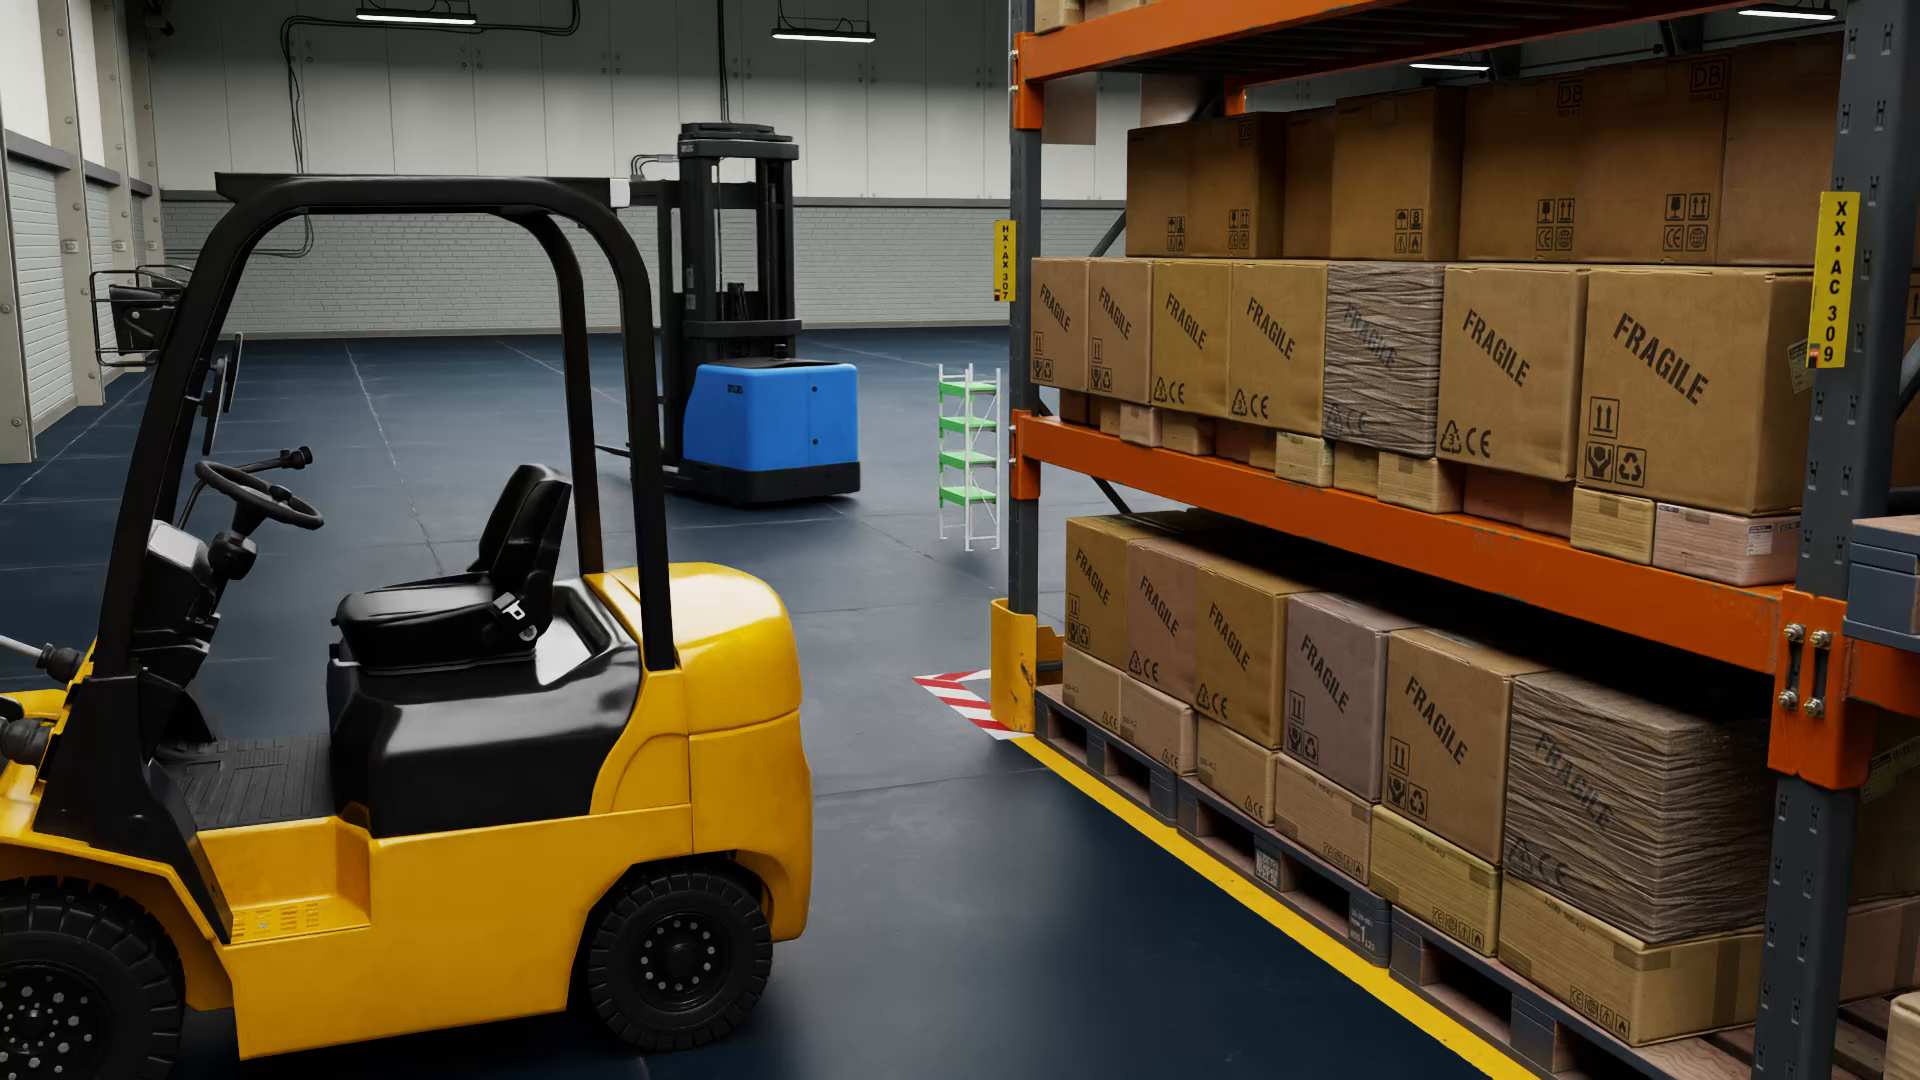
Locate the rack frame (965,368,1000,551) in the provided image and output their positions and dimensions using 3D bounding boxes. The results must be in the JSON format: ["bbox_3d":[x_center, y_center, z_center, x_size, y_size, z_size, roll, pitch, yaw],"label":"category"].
[{"bbox_3d":[0.148,-0.524,10.939,0.240,1.200,0.015,-4,11,-21],"label":"rack frame"}]

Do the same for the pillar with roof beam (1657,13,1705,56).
[{"bbox_3d":[12.129,-8.859,35.530,9.100,9.000,0.548,-4,11,-21],"label":"pillar with roof beam"}]

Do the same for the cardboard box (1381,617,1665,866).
[{"bbox_3d":[1.491,0.520,4.445,0.500,0.500,0.500,-4,11,-20],"label":"cardboard box"}]

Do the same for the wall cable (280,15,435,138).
[{"bbox_3d":[-12.705,-9.807,35.303,3.097,2.526,0.112,-4,11,-21],"label":"wall cable"}]

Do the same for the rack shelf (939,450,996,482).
[{"bbox_3d":[0.060,-0.501,11.174,0.258,0.148,0.480,-4,11,-21],"label":"rack shelf"}]

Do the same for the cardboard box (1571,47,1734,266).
[{"bbox_3d":[2.020,-0.954,4.229,0.700,0.500,0.500,-4,11,-21],"label":"cardboard box"}]

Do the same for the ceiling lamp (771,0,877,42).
[{"bbox_3d":[-2.677,-11.126,31.607,2.000,3.185,0.800,-4,11,-21],"label":"ceiling lamp"}]

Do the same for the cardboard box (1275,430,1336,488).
[{"bbox_3d":[1.178,-0.254,5.002,0.380,0.149,0.250,-4,11,-20],"label":"cardboard box"}]

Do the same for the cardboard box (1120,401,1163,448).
[{"bbox_3d":[0.797,-0.423,5.952,0.380,0.149,0.250,-4,11,-20],"label":"cardboard box"}]

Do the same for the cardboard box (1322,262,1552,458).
[{"bbox_3d":[1.364,-0.516,4.622,0.500,0.500,0.500,-4,11,-19],"label":"cardboard box"}]

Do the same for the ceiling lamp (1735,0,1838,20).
[{"bbox_3d":[14.046,-10.553,28.385,2.000,3.185,0.800,-4,11,-21],"label":"ceiling lamp"}]

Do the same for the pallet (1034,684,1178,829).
[{"bbox_3d":[0.981,0.771,6.481,1.003,0.211,1.213,-4,11,-21],"label":"pallet"}]

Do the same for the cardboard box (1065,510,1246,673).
[{"bbox_3d":[0.736,0.182,6.342,0.500,0.500,0.500,-4,11,-23],"label":"cardboard box"}]

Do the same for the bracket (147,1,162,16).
[{"bbox_3d":[-14.910,-9.840,30.763,0.235,0.232,0.430,-4,11,-21],"label":"bracket"}]

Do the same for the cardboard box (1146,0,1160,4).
[{"bbox_3d":[0.865,-1.906,5.721,0.380,0.149,0.250,-4,11,-21],"label":"cardboard box"}]

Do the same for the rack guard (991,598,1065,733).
[{"bbox_3d":[0.720,0.494,7.213,1.175,0.500,0.348,-4,11,-21],"label":"rack guard"}]

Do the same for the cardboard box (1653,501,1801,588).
[{"bbox_3d":[1.741,-0.005,3.602,0.380,0.149,0.250,-4,11,-21],"label":"cardboard box"}]

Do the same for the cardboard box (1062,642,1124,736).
[{"bbox_3d":[0.727,0.547,6.429,0.500,0.250,0.500,-4,11,-21],"label":"cardboard box"}]

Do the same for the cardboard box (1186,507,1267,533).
[{"bbox_3d":[1.226,0.143,6.560,0.500,0.500,0.500,-4,11,-21],"label":"cardboard box"}]

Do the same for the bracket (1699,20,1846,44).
[{"bbox_3d":[16.895,-10.394,33.879,0.076,0.066,4.783,-4,11,-21],"label":"bracket"}]

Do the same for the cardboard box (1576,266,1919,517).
[{"bbox_3d":[1.749,-0.348,3.678,0.500,0.500,0.500,-4,11,-22],"label":"cardboard box"}]

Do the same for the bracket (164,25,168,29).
[{"bbox_3d":[-15.856,-10.266,33.158,0.076,0.066,3.189,-4,11,-21],"label":"bracket"}]

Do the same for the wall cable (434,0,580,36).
[{"bbox_3d":[-9.821,-12.243,36.009,3.097,2.526,0.112,-4,11,-21],"label":"wall cable"}]

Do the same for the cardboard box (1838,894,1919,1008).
[{"bbox_3d":[2.180,0.938,4.236,0.500,0.250,0.500,-4,11,-24],"label":"cardboard box"}]

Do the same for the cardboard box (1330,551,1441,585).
[{"bbox_3d":[1.594,0.311,5.617,0.500,0.500,0.500,-4,11,-22],"label":"cardboard box"}]

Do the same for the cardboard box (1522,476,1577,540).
[{"bbox_3d":[1.623,-0.093,4.096,0.380,0.149,0.250,-4,11,-21],"label":"cardboard box"}]

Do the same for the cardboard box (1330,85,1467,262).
[{"bbox_3d":[1.590,-1.117,5.145,0.700,0.500,0.500,-4,11,-21],"label":"cardboard box"}]

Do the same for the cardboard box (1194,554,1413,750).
[{"bbox_3d":[1.104,0.350,5.401,0.500,0.500,0.500,-4,11,-20],"label":"cardboard box"}]

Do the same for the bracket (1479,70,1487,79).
[{"bbox_3d":[13.486,-11.929,42.510,0.235,0.232,0.430,-4,11,-21],"label":"bracket"}]

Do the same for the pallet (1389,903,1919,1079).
[{"bbox_3d":[1.866,1.170,4.242,1.003,0.211,1.213,-4,11,-21],"label":"pallet"}]

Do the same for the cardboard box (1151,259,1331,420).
[{"bbox_3d":[0.982,-0.682,5.555,0.500,0.500,0.500,-4,11,-22],"label":"cardboard box"}]

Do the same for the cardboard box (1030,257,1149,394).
[{"bbox_3d":[0.606,-0.849,6.496,0.500,0.500,0.500,-4,11,-22],"label":"cardboard box"}]

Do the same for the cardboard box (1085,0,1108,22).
[{"bbox_3d":[0.689,-1.990,6.194,0.380,0.149,0.250,-4,11,-23],"label":"cardboard box"}]

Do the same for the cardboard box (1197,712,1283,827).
[{"bbox_3d":[1.114,0.720,5.462,0.500,0.250,0.500,-3,11,-17],"label":"cardboard box"}]

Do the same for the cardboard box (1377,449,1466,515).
[{"bbox_3d":[1.370,-0.171,4.533,0.380,0.149,0.250,-4,11,-22],"label":"cardboard box"}]

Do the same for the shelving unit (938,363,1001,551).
[{"bbox_3d":[0.060,-0.564,11.163,0.258,1.200,0.503,-4,11,-21],"label":"shelving unit"}]

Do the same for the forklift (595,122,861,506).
[{"bbox_3d":[-2.102,-1.910,13.791,1.130,2.935,3.031,-8,13,-38],"label":"forklift"}]

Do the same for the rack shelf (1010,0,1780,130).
[{"bbox_3d":[1.417,-1.545,5.029,1.077,0.370,4.000,-4,11,-21],"label":"rack shelf"}]

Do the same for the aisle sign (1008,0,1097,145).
[{"bbox_3d":[0.381,-2.019,6.783,0.394,0.787,0.004,-4,11,-21],"label":"aisle sign"}]

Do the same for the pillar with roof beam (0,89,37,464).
[{"bbox_3d":[-4.856,-5.448,16.352,9.100,9.000,0.400,-4,11,-21],"label":"pillar with roof beam"}]

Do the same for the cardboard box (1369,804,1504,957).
[{"bbox_3d":[1.475,0.885,4.529,0.500,0.250,0.500,-4,11,-22],"label":"cardboard box"}]

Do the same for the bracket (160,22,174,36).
[{"bbox_3d":[-16.070,-10.362,33.700,0.235,0.232,0.430,-4,11,-21],"label":"bracket"}]

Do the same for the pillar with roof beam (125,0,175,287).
[{"bbox_3d":[-11.379,-8.386,32.869,9.100,9.000,0.548,-4,11,-21],"label":"pillar with roof beam"}]

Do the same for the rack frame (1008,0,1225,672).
[{"bbox_3d":[0.692,-0.749,7.064,1.000,3.000,0.127,-4,11,-21],"label":"rack frame"}]

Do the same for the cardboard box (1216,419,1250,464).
[{"bbox_3d":[1.074,-0.344,5.506,0.380,0.149,0.250,-4,11,-19],"label":"cardboard box"}]

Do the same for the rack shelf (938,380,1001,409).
[{"bbox_3d":[0.060,-0.973,11.090,0.258,0.148,0.480,-4,11,-21],"label":"rack shelf"}]

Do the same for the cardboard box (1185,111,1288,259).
[{"bbox_3d":[1.257,-1.284,6.084,0.700,0.500,0.500,-4,11,-20],"label":"cardboard box"}]

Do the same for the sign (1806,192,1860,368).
[{"bbox_3d":[1.639,-0.486,3.117,0.100,0.325,0.005,-4,11,-21],"label":"sign"}]

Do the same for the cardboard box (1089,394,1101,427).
[{"bbox_3d":[0.728,-0.516,6.474,0.380,0.149,0.250,-4,11,-20],"label":"cardboard box"}]

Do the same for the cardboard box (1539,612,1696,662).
[{"bbox_3d":[1.975,0.482,4.657,0.500,0.500,0.500,-3,11,-19],"label":"cardboard box"}]

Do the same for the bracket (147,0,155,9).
[{"bbox_3d":[-13.977,-9.419,28.399,0.076,0.066,4.783,-4,11,-21],"label":"bracket"}]
